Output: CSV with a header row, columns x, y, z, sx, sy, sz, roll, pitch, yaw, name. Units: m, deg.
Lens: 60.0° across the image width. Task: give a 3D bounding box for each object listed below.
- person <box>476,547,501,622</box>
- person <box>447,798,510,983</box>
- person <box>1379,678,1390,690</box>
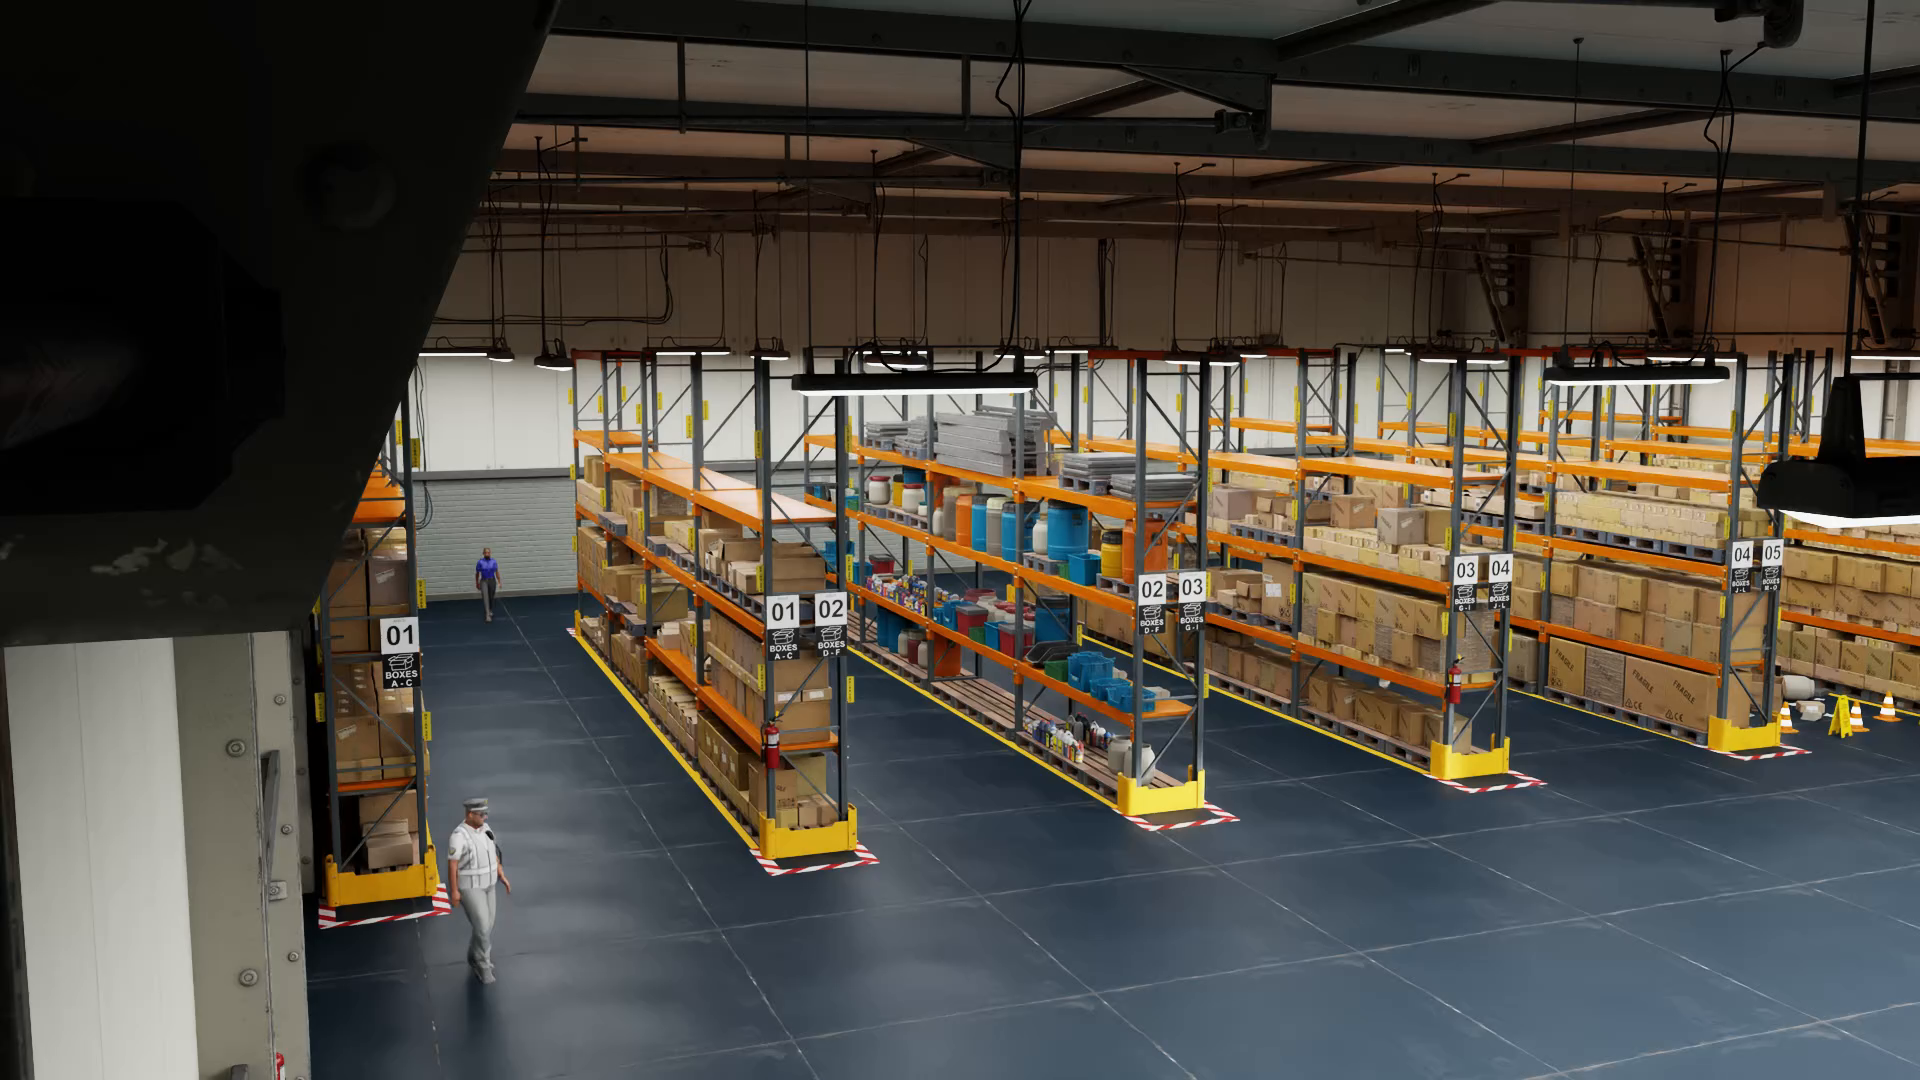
x,y,z,sx,sy,sz,roll,pitch,yaw,name
-10.425,0.955,36.750,0.510,1.595,1.021,-3,8,-24,person
-4.723,3.466,16.438,0.533,1.829,0.564,3,8,22,person
7.381,1.907,28.618,0.578,1.830,0.566,-2,7,-17,person
